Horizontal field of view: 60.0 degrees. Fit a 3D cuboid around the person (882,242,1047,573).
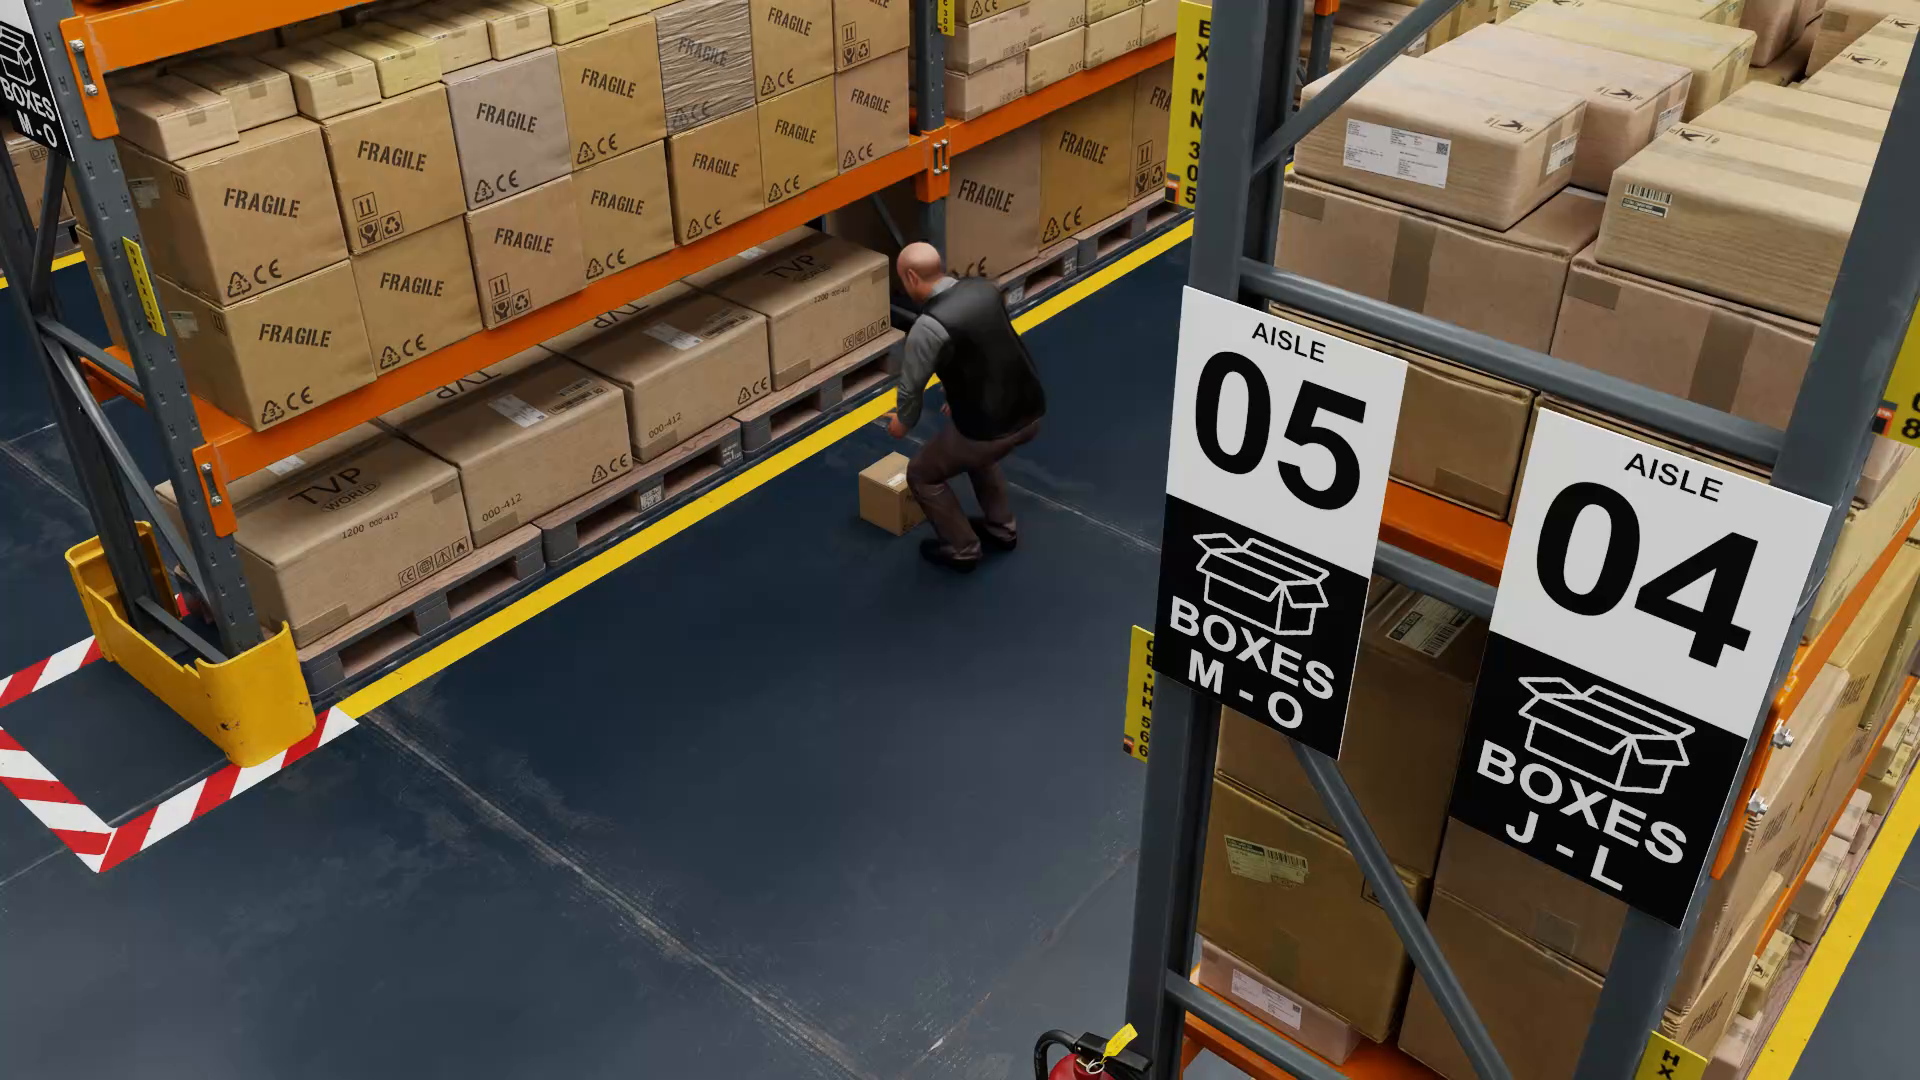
[{"bbox_3d":[0.014,-0.544,7.185,0.669,1.461,0.590,26,42,32],"label":"person"}]
